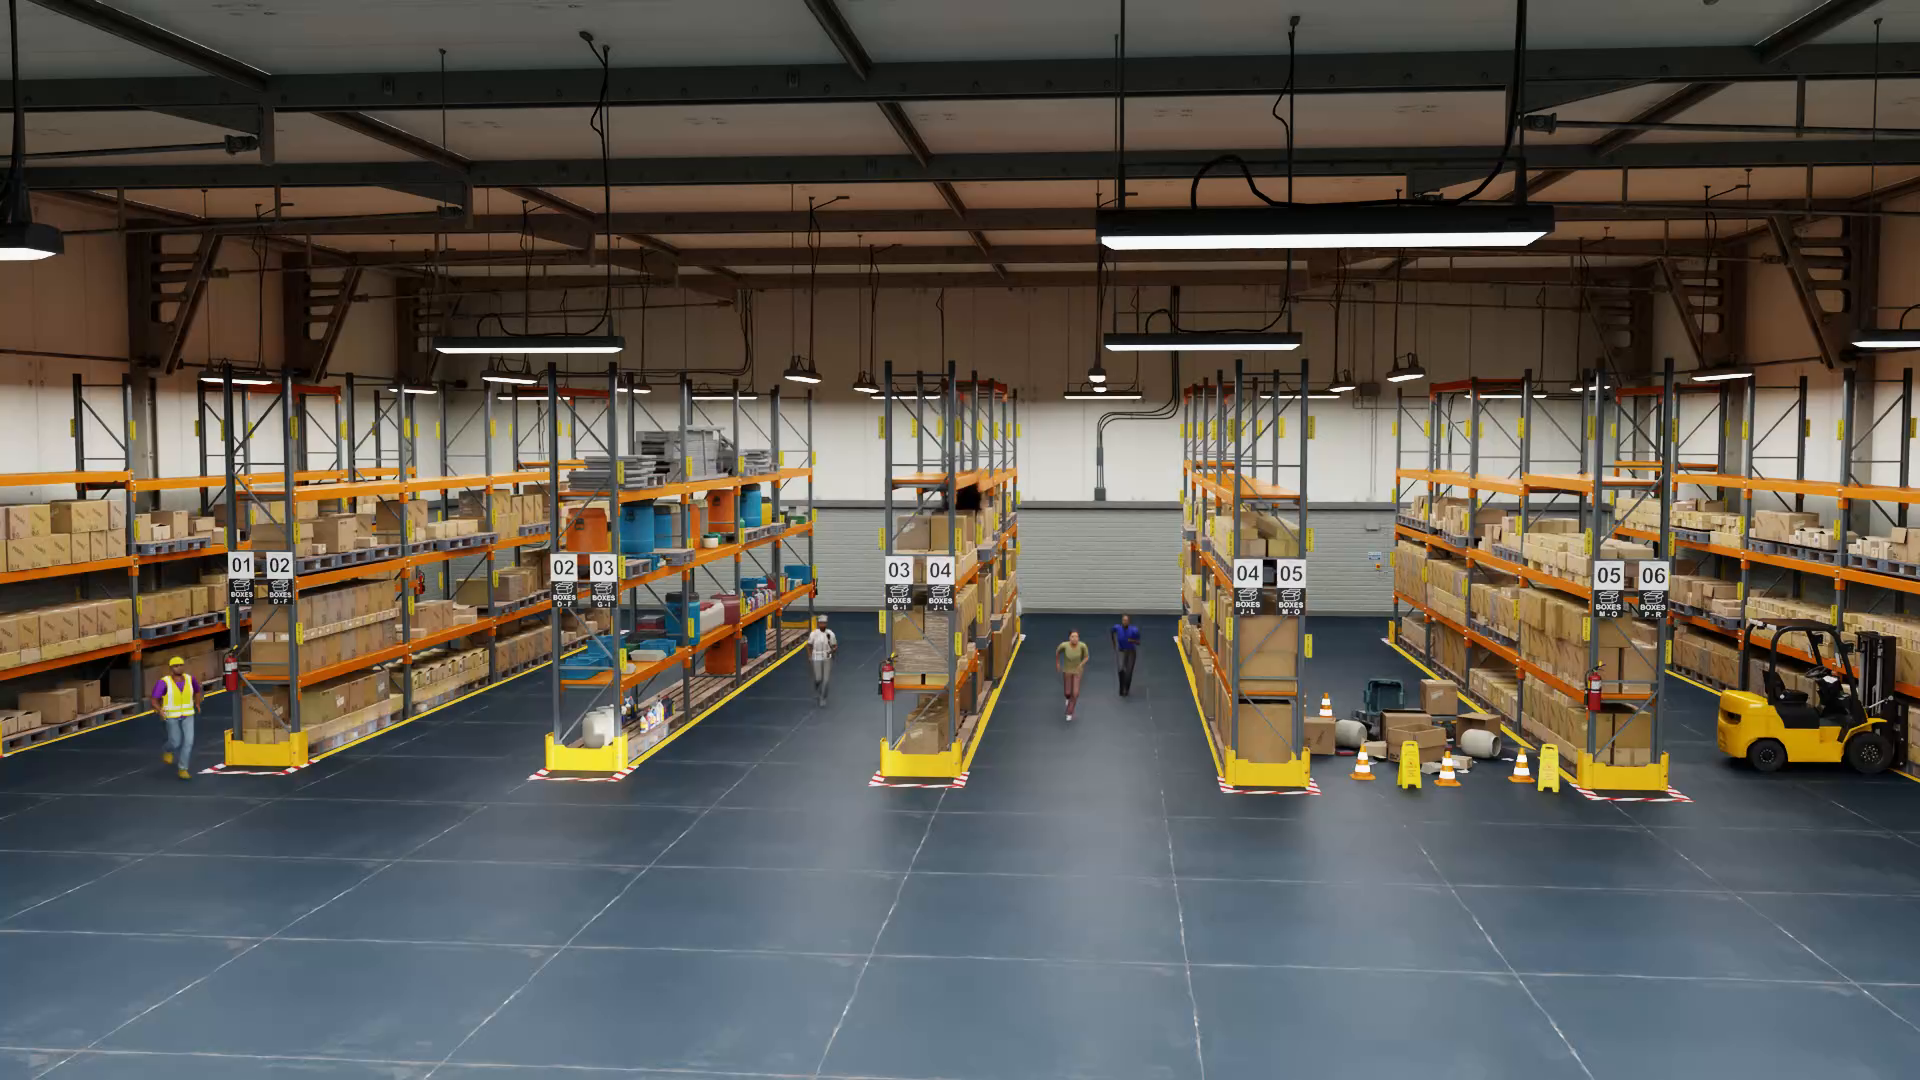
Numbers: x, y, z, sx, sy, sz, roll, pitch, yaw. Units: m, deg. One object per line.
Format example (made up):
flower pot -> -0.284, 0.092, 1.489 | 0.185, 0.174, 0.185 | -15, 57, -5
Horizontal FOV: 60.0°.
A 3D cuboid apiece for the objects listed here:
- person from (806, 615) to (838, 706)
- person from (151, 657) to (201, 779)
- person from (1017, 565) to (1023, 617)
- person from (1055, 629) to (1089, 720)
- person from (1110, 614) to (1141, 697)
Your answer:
person -> -2.509, 2.189, 30.263 | 0.570, 1.661, 0.553 | -1, 4, -8
person -> -11.355, 2.562, 24.154 | 0.711, 1.749, 0.738 | -3, 5, -42
person -> 1.230, 1.421, 41.455 | 0.652, 1.741, 0.654 | 3, 5, 37
person -> 1.948, 2.324, 28.885 | 0.572, 1.600, 0.693 | 0, 4, -5
person -> 3.085, 2.151, 31.017 | 0.564, 1.575, 0.841 | 0, 4, 6
